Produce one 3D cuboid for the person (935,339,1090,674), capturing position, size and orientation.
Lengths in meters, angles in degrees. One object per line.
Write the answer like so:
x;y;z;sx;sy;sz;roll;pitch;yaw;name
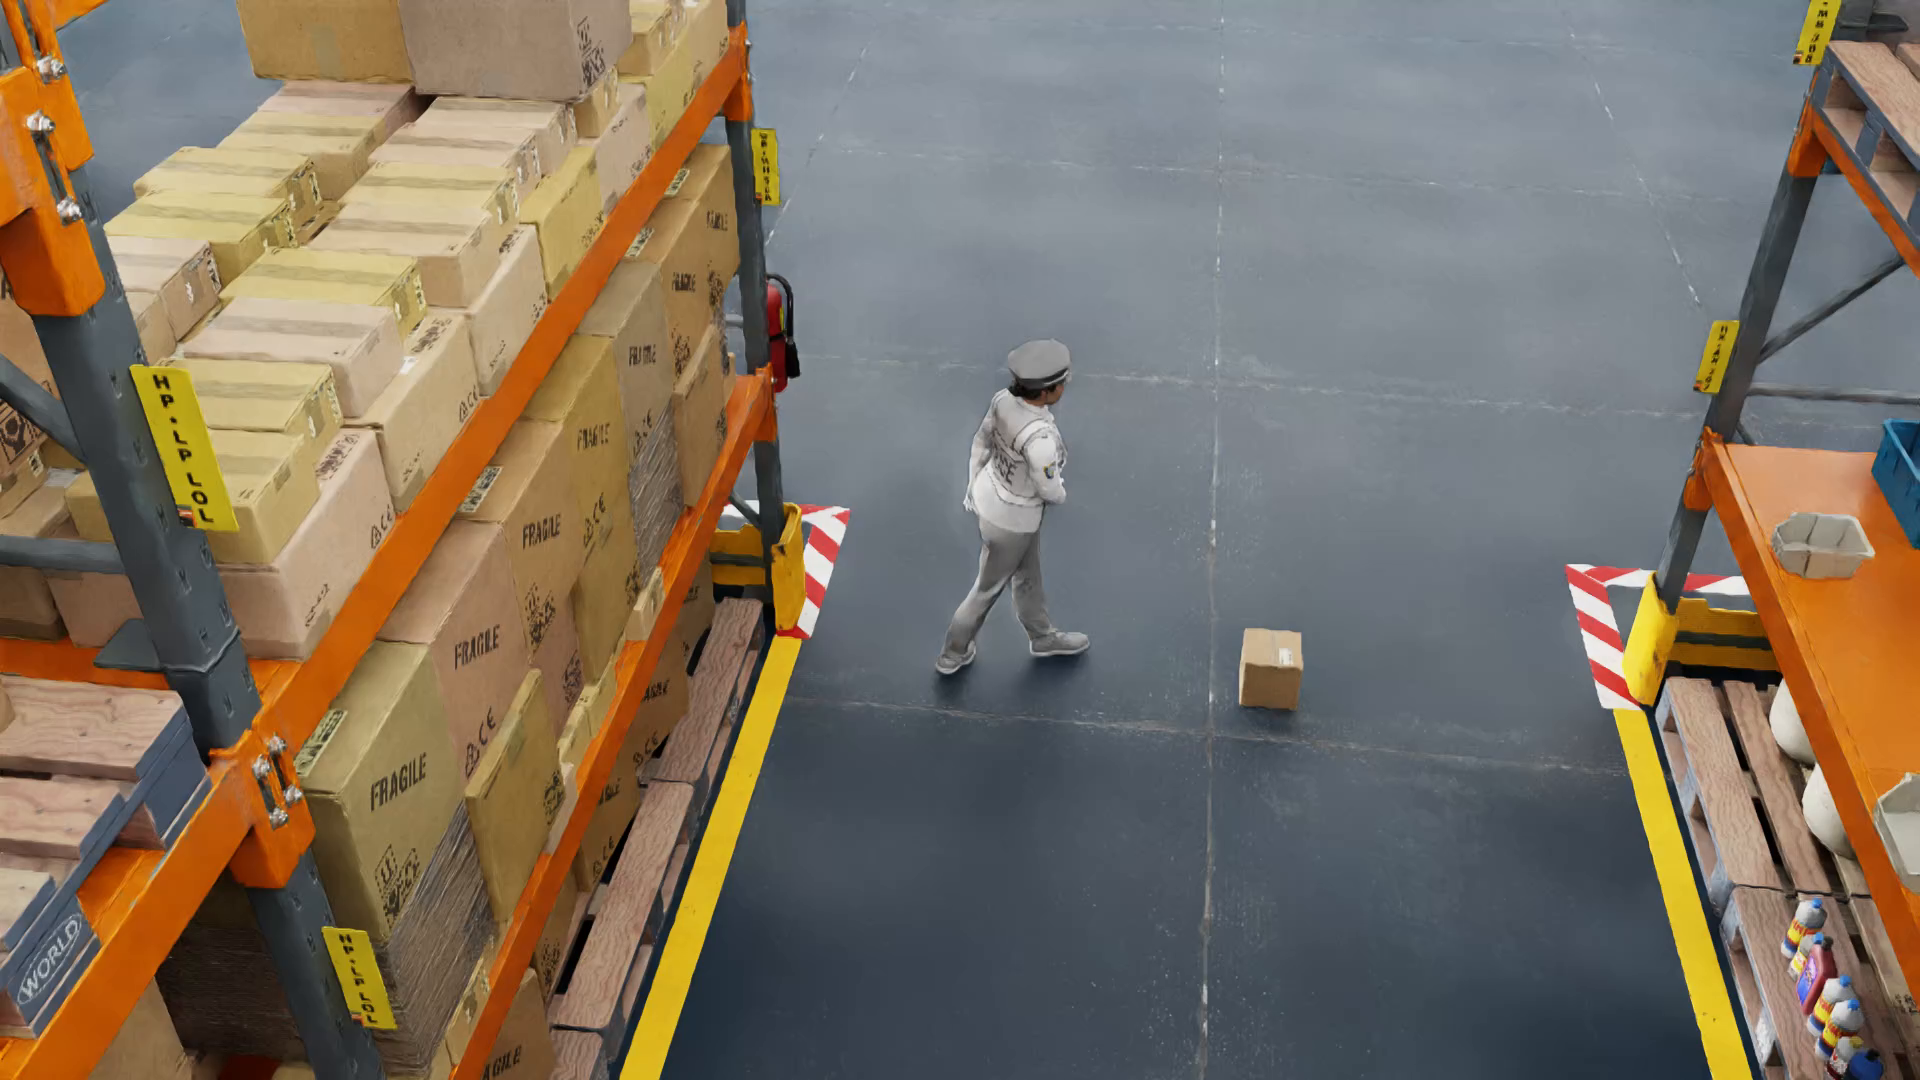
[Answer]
0.236;-0.126;7.186;0.744;1.640;0.523;-8;37;-11;person
